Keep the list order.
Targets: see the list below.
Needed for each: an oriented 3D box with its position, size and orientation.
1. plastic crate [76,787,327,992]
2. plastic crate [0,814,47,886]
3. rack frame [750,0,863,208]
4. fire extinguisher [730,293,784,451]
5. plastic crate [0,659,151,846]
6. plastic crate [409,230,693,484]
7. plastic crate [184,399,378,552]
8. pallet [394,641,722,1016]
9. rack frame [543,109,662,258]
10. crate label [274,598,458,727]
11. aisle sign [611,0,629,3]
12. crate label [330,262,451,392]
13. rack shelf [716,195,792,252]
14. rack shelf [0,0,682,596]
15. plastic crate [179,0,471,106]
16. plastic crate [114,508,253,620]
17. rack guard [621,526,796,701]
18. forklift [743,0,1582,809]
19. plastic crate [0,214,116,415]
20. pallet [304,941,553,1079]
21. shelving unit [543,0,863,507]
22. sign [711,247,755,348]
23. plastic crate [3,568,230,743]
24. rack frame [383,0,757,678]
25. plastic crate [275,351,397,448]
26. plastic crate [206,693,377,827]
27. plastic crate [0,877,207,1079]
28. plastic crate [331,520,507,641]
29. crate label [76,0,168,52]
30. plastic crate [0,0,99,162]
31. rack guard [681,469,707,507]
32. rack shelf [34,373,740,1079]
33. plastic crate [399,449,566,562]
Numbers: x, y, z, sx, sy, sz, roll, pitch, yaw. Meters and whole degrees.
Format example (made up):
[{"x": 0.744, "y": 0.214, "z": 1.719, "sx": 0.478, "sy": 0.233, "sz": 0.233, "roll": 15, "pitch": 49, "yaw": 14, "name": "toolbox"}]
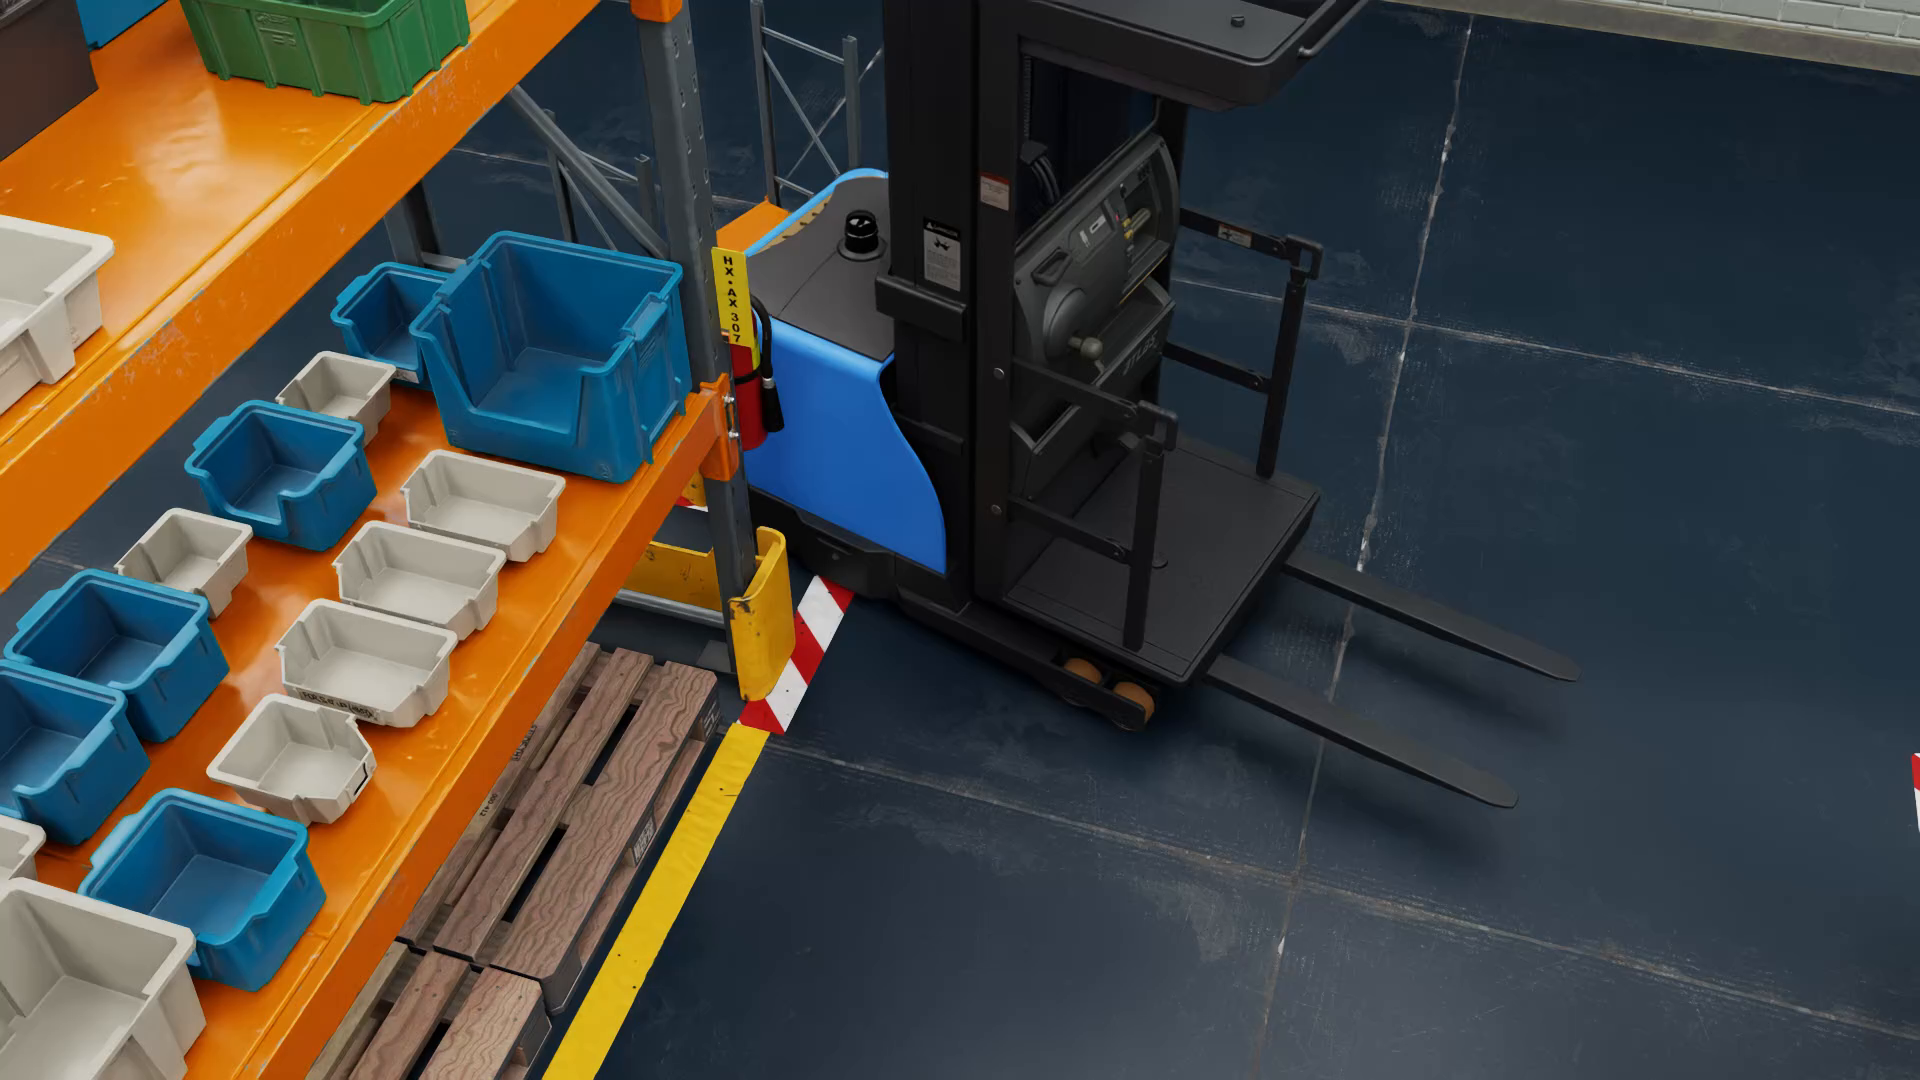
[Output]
[{"x": -1.545, "y": 0.734, "z": 3.432, "sx": 0.416, "sy": 0.233, "sz": 0.300, "roll": 13, "pitch": 46, "yaw": 13, "name": "plastic crate"}, {"x": -2.138, "y": 0.787, "z": 3.447, "sx": 0.293, "sy": 0.136, "sz": 0.466, "roll": 13, "pitch": 46, "yaw": 13, "name": "plastic crate"}, {"x": -0.573, "y": -1.353, "z": 6.560, "sx": 0.500, "sy": 1.500, "sz": 0.032, "roll": 29, "pitch": 51, "yaw": 26, "name": "rack frame"}, {"x": -0.688, "y": -0.571, "z": 5.011, "sx": 0.296, "sy": 0.674, "sz": 0.183, "roll": 13, "pitch": 46, "yaw": 13, "name": "fire extinguisher"}, {"x": -2.045, "y": 0.483, "z": 3.689, "sx": 0.416, "sy": 0.233, "sz": 0.300, "roll": 13, "pitch": 46, "yaw": 13, "name": "plastic crate"}, {"x": -1.091, "y": -0.499, "z": 4.547, "sx": 0.616, "sy": 0.435, "sz": 0.499, "roll": 13, "pitch": 46, "yaw": 13, "name": "plastic crate"}, {"x": -1.755, "y": -0.156, "z": 4.342, "sx": 0.416, "sy": 0.233, "sz": 0.300, "roll": 13, "pitch": 46, "yaw": 13, "name": "plastic crate"}, {"x": -1.454, "y": 0.810, "z": 5.271, "sx": 1.003, "sy": 0.211, "sz": 1.213, "roll": 13, "pitch": 46, "yaw": 13, "name": "pallet"}, {"x": -1.204, "y": -0.796, "z": 5.991, "sx": 0.500, "sy": 1.500, "sz": 0.032, "roll": 29, "pitch": 51, "yaw": 26, "name": "rack frame"}, {"x": -1.404, "y": 0.308, "z": 3.937, "sx": 0.396, "sy": 0.136, "sz": 0.243, "roll": 13, "pitch": 46, "yaw": 13, "name": "crate label"}, {"x": -0.866, "y": -1.643, "z": 3.926, "sx": 0.394, "sy": 0.787, "sz": 0.004, "roll": 13, "pitch": 46, "yaw": 13, "name": "aisle sign"}, {"x": -1.556, "y": -0.595, "z": 4.790, "sx": 0.416, "sy": 0.233, "sz": 0.303, "roll": 13, "pitch": 46, "yaw": 13, "name": "crate label"}, {"x": -0.888, "y": -0.946, "z": 6.401, "sx": 0.538, "sy": 0.185, "sz": 1.000, "roll": 29, "pitch": 51, "yaw": 26, "name": "rack shelf"}, {"x": -1.773, "y": -0.210, "z": 2.689, "sx": 1.077, "sy": 0.370, "sz": 4.000, "roll": 13, "pitch": 46, "yaw": 13, "name": "rack shelf"}, {"x": -1.194, "y": -1.006, "z": 3.141, "sx": 0.450, "sy": 0.188, "sz": 0.336, "roll": 13, "pitch": 46, "yaw": 13, "name": "plastic crate"}, {"x": -1.937, "y": 0.088, "z": 4.161, "sx": 0.250, "sy": 0.136, "sz": 0.298, "roll": 13, "pitch": 46, "yaw": 13, "name": "plastic crate"}, {"x": -1.172, "y": 0.147, "z": 5.743, "sx": 1.175, "sy": 0.500, "sz": 0.348, "roll": 13, "pitch": 46, "yaw": 13, "name": "rack guard"}, {"x": 0.603, "y": -0.836, "z": 5.008, "sx": 3.031, "sy": 2.935, "sz": 1.130, "roll": 24, "pitch": 49, "yaw": 23, "name": "forklift"}, {"x": -1.556, "y": -0.276, "z": 2.431, "sx": 0.437, "sy": 0.136, "sz": 0.530, "roll": 13, "pitch": 46, "yaw": 13, "name": "plastic crate"}, {"x": -1.825, "y": 1.621, "z": 4.443, "sx": 1.003, "sy": 0.211, "sz": 1.213, "roll": 13, "pitch": 46, "yaw": 13, "name": "pallet"}, {"x": -0.883, "y": -1.079, "z": 6.281, "sx": 0.587, "sy": 1.500, "sz": 1.083, "roll": 29, "pitch": 51, "yaw": 26, "name": "shelving unit"}, {"x": -0.638, "y": -0.681, "z": 4.684, "sx": 0.100, "sy": 0.325, "sz": 0.005, "roll": 13, "pitch": 46, "yaw": 13, "name": "sign"}, {"x": -1.954, "y": 0.283, "z": 3.893, "sx": 0.416, "sy": 0.233, "sz": 0.300, "roll": 13, "pitch": 46, "yaw": 13, "name": "plastic crate"}, {"x": -1.167, "y": -0.728, "z": 4.849, "sx": 1.000, "sy": 3.000, "sz": 0.127, "roll": 13, "pitch": 46, "yaw": 13, "name": "rack frame"}, {"x": -1.732, "y": -0.364, "z": 4.623, "sx": 0.250, "sy": 0.136, "sz": 0.298, "roll": 13, "pitch": 46, "yaw": 13, "name": "plastic crate"}, {"x": -1.476, "y": 0.509, "z": 3.731, "sx": 0.298, "sy": 0.136, "sz": 0.250, "roll": 13, "pitch": 46, "yaw": 13, "name": "plastic crate"}, {"x": -1.741, "y": 0.980, "z": 3.145, "sx": 0.437, "sy": 0.282, "sz": 0.530, "roll": 13, "pitch": 46, "yaw": 13, "name": "plastic crate"}, {"x": -1.343, "y": 0.117, "z": 4.132, "sx": 0.396, "sy": 0.136, "sz": 0.243, "roll": 13, "pitch": 46, "yaw": 13, "name": "plastic crate"}, {"x": -1.755, "y": -1.200, "z": 3.294, "sx": 0.408, "sy": 0.251, "sz": 0.502, "roll": 13, "pitch": 46, "yaw": 13, "name": "crate label"}, {"x": -1.892, "y": -0.818, "z": 2.841, "sx": 0.504, "sy": 0.338, "sz": 0.767, "roll": 13, "pitch": 46, "yaw": 13, "name": "plastic crate"}, {"x": -1.192, "y": -0.360, "z": 6.439, "sx": 0.587, "sy": 0.250, "sz": 0.087, "roll": 29, "pitch": 51, "yaw": 26, "name": "rack guard"}, {"x": -1.773, "y": 0.862, "z": 3.739, "sx": 1.077, "sy": 0.370, "sz": 4.000, "roll": 13, "pitch": 46, "yaw": 13, "name": "rack shelf"}, {"x": -1.242, "y": -0.073, "z": 4.326, "sx": 0.396, "sy": 0.136, "sz": 0.243, "roll": 13, "pitch": 46, "yaw": 13, "name": "plastic crate"}]
